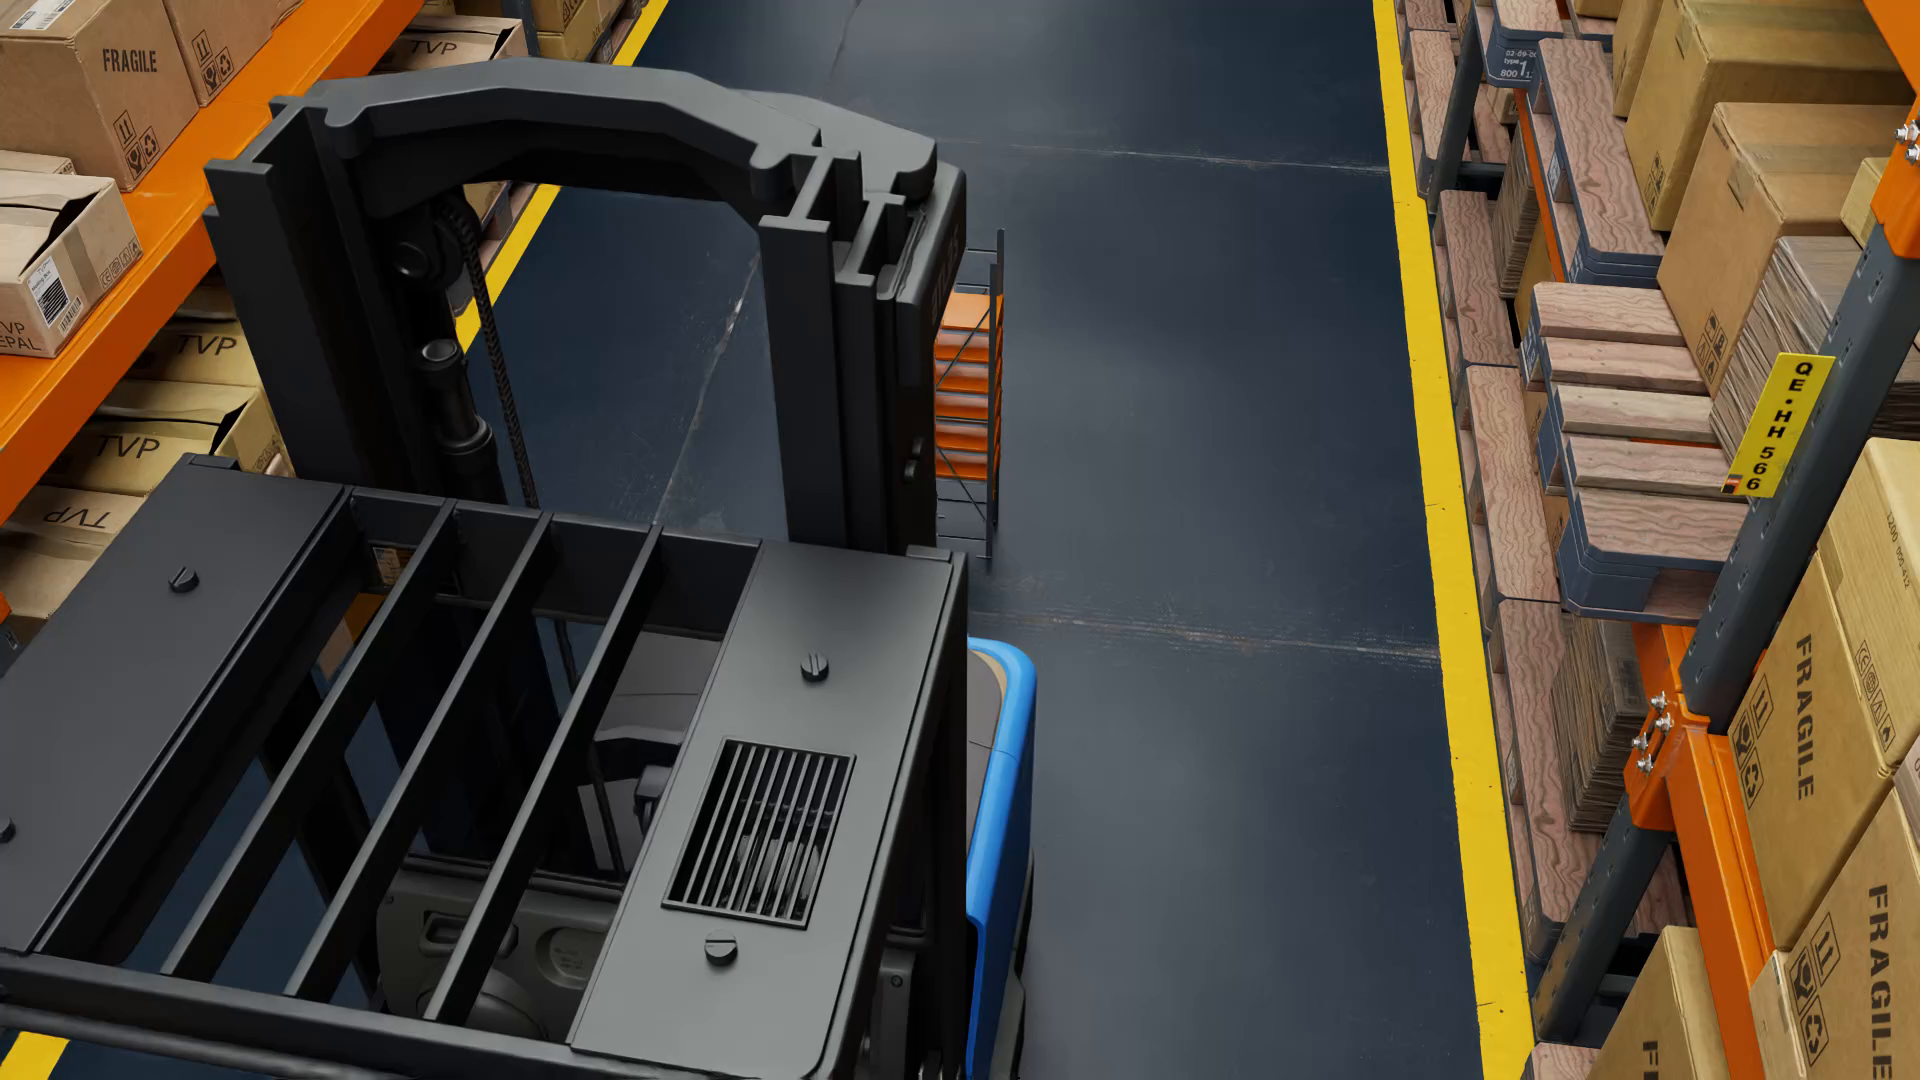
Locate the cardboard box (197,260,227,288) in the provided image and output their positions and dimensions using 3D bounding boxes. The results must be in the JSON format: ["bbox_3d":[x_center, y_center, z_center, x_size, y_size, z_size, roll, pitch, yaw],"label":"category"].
[{"bbox_3d":[-2.339,-0.960,5.868,0.500,0.311,0.500,5,44,5],"label":"cardboard box"}]

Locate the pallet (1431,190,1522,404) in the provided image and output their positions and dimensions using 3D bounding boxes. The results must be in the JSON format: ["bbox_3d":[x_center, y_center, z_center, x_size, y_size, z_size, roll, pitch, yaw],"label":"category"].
[{"bbox_3d":[2.441,-0.950,6.600,1.003,0.211,1.213,5,44,6],"label":"pallet"}]

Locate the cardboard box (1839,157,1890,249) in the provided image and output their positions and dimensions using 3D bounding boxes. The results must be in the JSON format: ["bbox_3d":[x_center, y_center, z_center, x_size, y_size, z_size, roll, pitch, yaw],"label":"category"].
[{"bbox_3d":[2.057,-0.658,3.398,0.380,0.149,0.250,-1,43,-2],"label":"cardboard box"}]

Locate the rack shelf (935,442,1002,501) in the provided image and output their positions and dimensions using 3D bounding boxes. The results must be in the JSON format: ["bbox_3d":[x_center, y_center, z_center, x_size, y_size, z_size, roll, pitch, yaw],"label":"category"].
[{"bbox_3d":[0.002,-0.239,5.543,0.258,0.103,0.180,5,44,6],"label":"rack shelf"}]

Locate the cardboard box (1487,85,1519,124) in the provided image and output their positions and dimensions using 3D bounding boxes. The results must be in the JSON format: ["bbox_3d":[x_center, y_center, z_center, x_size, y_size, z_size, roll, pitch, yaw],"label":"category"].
[{"bbox_3d":[2.583,-1.992,7.413,0.380,0.166,0.250,0,43,0],"label":"cardboard box"}]

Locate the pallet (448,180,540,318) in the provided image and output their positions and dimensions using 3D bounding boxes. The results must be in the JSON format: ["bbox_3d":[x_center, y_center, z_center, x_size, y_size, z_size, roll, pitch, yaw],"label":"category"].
[{"bbox_3d":[-2.427,-1.423,7.099,1.003,0.211,1.213,5,44,6],"label":"pallet"}]

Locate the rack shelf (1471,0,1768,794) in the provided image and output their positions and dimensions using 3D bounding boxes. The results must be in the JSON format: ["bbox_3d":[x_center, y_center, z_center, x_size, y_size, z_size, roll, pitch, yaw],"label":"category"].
[{"bbox_3d":[2.278,-0.869,5.010,1.077,0.370,4.000,5,44,6],"label":"rack shelf"}]

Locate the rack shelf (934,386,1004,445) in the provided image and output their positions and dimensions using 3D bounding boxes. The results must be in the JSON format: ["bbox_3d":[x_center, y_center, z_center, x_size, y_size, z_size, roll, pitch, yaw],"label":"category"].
[{"bbox_3d":[0.002,-0.413,5.378,0.258,0.103,0.180,5,44,6],"label":"rack shelf"}]

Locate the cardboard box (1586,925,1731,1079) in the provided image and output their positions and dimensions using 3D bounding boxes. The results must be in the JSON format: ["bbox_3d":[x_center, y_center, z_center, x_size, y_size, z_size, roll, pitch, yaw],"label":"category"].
[{"bbox_3d":[1.786,1.350,3.401,0.750,0.750,0.750,5,44,5],"label":"cardboard box"}]

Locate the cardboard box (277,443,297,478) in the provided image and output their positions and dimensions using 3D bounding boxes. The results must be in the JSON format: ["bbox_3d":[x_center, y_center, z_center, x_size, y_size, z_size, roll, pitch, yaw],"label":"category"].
[{"bbox_3d":[-2.409,-0.397,5.682,0.500,0.250,0.500,4,44,4],"label":"cardboard box"}]

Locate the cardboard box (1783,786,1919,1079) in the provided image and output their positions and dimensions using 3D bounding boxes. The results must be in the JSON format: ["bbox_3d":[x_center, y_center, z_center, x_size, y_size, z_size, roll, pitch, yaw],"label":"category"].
[{"bbox_3d":[1.617,0.745,2.478,0.500,0.500,0.500,7,44,7],"label":"cardboard box"}]

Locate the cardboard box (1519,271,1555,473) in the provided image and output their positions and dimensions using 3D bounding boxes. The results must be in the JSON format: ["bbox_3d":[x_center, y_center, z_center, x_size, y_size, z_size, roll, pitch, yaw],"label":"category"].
[{"bbox_3d":[2.335,-0.542,5.639,0.700,0.500,0.500,6,44,6],"label":"cardboard box"}]

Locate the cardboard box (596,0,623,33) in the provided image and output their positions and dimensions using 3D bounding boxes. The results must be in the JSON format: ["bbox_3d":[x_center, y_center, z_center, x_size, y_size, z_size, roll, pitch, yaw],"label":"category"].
[{"bbox_3d":[-1.936,-2.724,8.140,0.500,0.250,0.500,5,44,6],"label":"cardboard box"}]

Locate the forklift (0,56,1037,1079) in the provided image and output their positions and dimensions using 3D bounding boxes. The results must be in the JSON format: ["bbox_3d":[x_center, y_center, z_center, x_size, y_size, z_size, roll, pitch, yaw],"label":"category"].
[{"bbox_3d":[-0.577,0.900,2.668,1.130,2.935,3.031,7,44,8],"label":"forklift"}]

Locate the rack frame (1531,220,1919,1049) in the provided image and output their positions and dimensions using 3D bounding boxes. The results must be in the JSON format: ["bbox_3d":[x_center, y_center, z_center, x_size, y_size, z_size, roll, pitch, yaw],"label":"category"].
[{"bbox_3d":[2.013,0.232,3.323,1.000,3.000,0.127,5,44,6],"label":"rack frame"}]

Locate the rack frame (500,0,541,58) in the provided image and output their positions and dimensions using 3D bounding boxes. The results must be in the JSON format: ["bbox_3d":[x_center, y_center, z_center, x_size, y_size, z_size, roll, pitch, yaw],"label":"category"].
[{"bbox_3d":[-2.369,-2.941,6.675,1.000,3.000,0.127,5,44,6],"label":"rack frame"}]

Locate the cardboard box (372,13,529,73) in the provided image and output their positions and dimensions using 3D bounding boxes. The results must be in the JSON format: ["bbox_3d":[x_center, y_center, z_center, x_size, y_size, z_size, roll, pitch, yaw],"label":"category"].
[{"bbox_3d":[-2.138,-1.997,6.964,0.500,0.311,0.500,5,44,6],"label":"cardboard box"}]

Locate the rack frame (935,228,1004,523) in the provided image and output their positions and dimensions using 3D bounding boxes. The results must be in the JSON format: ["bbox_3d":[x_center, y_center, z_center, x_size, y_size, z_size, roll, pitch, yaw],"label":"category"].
[{"bbox_3d":[0.014,-0.508,5.414,0.240,1.200,0.006,5,44,6],"label":"rack frame"}]

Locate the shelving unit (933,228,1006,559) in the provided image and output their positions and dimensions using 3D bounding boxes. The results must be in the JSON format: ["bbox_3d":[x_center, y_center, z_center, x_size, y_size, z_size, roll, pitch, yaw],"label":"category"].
[{"bbox_3d":[0.002,-0.446,5.348,0.258,1.200,0.189,5,44,6],"label":"shelving unit"}]

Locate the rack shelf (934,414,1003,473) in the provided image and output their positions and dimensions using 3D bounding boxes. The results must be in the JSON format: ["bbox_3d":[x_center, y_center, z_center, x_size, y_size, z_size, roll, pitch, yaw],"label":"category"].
[{"bbox_3d":[0.002,-0.326,5.461,0.258,0.103,0.180,5,44,6],"label":"rack shelf"}]

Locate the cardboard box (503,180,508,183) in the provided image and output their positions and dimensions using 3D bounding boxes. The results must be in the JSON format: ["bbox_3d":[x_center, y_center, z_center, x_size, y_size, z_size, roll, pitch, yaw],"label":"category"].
[{"bbox_3d":[-2.136,-1.786,7.149,0.500,0.250,0.500,5,44,5],"label":"cardboard box"}]

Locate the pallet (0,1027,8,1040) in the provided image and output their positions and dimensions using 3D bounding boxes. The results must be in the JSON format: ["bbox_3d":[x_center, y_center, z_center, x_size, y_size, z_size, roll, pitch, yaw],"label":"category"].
[{"bbox_3d":[-3.034,1.303,4.221,1.003,0.211,1.213,5,44,6],"label":"pallet"}]

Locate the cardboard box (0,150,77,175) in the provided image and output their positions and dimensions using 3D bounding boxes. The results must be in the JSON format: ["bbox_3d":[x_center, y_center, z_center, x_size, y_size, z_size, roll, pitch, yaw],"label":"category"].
[{"bbox_3d":[-2.785,-0.998,4.805,0.380,0.149,0.250,8,44,9],"label":"cardboard box"}]

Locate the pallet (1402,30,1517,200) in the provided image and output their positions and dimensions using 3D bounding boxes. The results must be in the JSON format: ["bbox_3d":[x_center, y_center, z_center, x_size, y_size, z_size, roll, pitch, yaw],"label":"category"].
[{"bbox_3d":[2.596,-1.942,7.647,1.003,0.211,1.213,5,44,6],"label":"pallet"}]

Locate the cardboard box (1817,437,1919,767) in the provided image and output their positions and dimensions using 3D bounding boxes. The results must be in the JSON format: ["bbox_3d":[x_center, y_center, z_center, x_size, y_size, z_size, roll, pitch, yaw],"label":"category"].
[{"bbox_3d":[1.694,0.114,2.599,0.500,0.250,0.500,6,44,7],"label":"cardboard box"}]

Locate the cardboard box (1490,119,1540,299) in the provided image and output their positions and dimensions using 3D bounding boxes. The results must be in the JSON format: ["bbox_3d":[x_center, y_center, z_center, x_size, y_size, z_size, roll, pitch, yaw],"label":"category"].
[{"bbox_3d":[2.461,-1.243,6.379,0.700,0.500,0.500,7,44,7],"label":"cardboard box"}]

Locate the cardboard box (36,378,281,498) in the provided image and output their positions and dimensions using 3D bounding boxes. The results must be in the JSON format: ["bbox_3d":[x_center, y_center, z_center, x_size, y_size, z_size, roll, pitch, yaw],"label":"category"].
[{"bbox_3d":[-2.476,-0.262,5.132,0.500,0.311,0.500,4,44,4],"label":"cardboard box"}]

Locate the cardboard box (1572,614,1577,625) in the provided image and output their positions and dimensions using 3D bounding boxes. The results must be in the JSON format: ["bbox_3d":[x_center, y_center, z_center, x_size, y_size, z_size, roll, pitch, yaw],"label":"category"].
[{"bbox_3d":[2.240,0.144,4.914,0.700,0.500,0.500,5,44,5],"label":"cardboard box"}]

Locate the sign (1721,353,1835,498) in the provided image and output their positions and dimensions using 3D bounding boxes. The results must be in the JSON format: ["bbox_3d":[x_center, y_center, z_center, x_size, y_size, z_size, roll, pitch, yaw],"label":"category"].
[{"bbox_3d":[1.474,-0.202,2.997,0.100,0.325,0.005,5,44,6],"label":"sign"}]

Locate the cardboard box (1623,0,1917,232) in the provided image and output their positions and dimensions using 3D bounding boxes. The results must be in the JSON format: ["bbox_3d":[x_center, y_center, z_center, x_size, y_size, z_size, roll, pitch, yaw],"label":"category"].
[{"bbox_3d":[2.208,-1.136,4.375,0.700,0.500,0.500,5,44,6],"label":"cardboard box"}]

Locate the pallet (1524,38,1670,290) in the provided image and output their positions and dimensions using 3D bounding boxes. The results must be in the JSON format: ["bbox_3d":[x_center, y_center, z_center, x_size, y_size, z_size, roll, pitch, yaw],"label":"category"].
[{"bbox_3d":[2.234,-1.051,4.817,1.003,0.211,1.213,5,44,6],"label":"pallet"}]

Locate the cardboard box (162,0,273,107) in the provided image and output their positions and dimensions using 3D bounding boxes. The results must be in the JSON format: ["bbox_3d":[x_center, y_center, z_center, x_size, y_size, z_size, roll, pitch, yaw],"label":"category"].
[{"bbox_3d":[-2.622,-1.755,5.349,0.500,0.500,0.500,5,44,6],"label":"cardboard box"}]

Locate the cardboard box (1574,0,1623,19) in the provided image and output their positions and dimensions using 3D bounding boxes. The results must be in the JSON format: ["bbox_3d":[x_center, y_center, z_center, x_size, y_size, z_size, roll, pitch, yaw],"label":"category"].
[{"bbox_3d":[2.360,-1.966,5.252,0.700,0.500,0.500,9,44,10],"label":"cardboard box"}]

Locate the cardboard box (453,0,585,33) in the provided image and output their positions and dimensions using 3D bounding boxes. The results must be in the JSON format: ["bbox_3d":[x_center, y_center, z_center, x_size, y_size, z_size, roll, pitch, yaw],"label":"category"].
[{"bbox_3d":[-1.997,-2.655,7.522,0.500,0.500,0.500,5,44,6],"label":"cardboard box"}]

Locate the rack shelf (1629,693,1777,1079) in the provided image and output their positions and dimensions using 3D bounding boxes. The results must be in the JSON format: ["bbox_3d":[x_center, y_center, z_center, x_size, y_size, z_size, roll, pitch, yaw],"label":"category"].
[{"bbox_3d":[1.749,1.857,2.131,1.077,0.370,4.000,5,44,6],"label":"rack shelf"}]

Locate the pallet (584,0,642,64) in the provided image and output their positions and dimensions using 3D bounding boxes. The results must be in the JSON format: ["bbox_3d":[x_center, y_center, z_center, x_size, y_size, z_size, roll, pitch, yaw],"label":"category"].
[{"bbox_3d":[-2.222,-2.467,8.202,1.003,0.211,1.213,5,44,6],"label":"pallet"}]

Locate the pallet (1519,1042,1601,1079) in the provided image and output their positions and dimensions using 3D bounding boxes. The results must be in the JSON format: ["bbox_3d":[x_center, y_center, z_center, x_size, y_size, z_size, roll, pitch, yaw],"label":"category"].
[{"bbox_3d":[1.834,1.775,3.721,1.003,0.211,1.213,5,44,6],"label":"pallet"}]

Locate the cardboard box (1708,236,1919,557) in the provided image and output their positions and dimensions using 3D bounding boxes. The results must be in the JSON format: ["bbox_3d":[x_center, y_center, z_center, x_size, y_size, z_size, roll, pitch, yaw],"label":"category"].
[{"bbox_3d":[2.065,-0.285,3.476,0.700,0.500,0.500,1,43,1],"label":"cardboard box"}]
